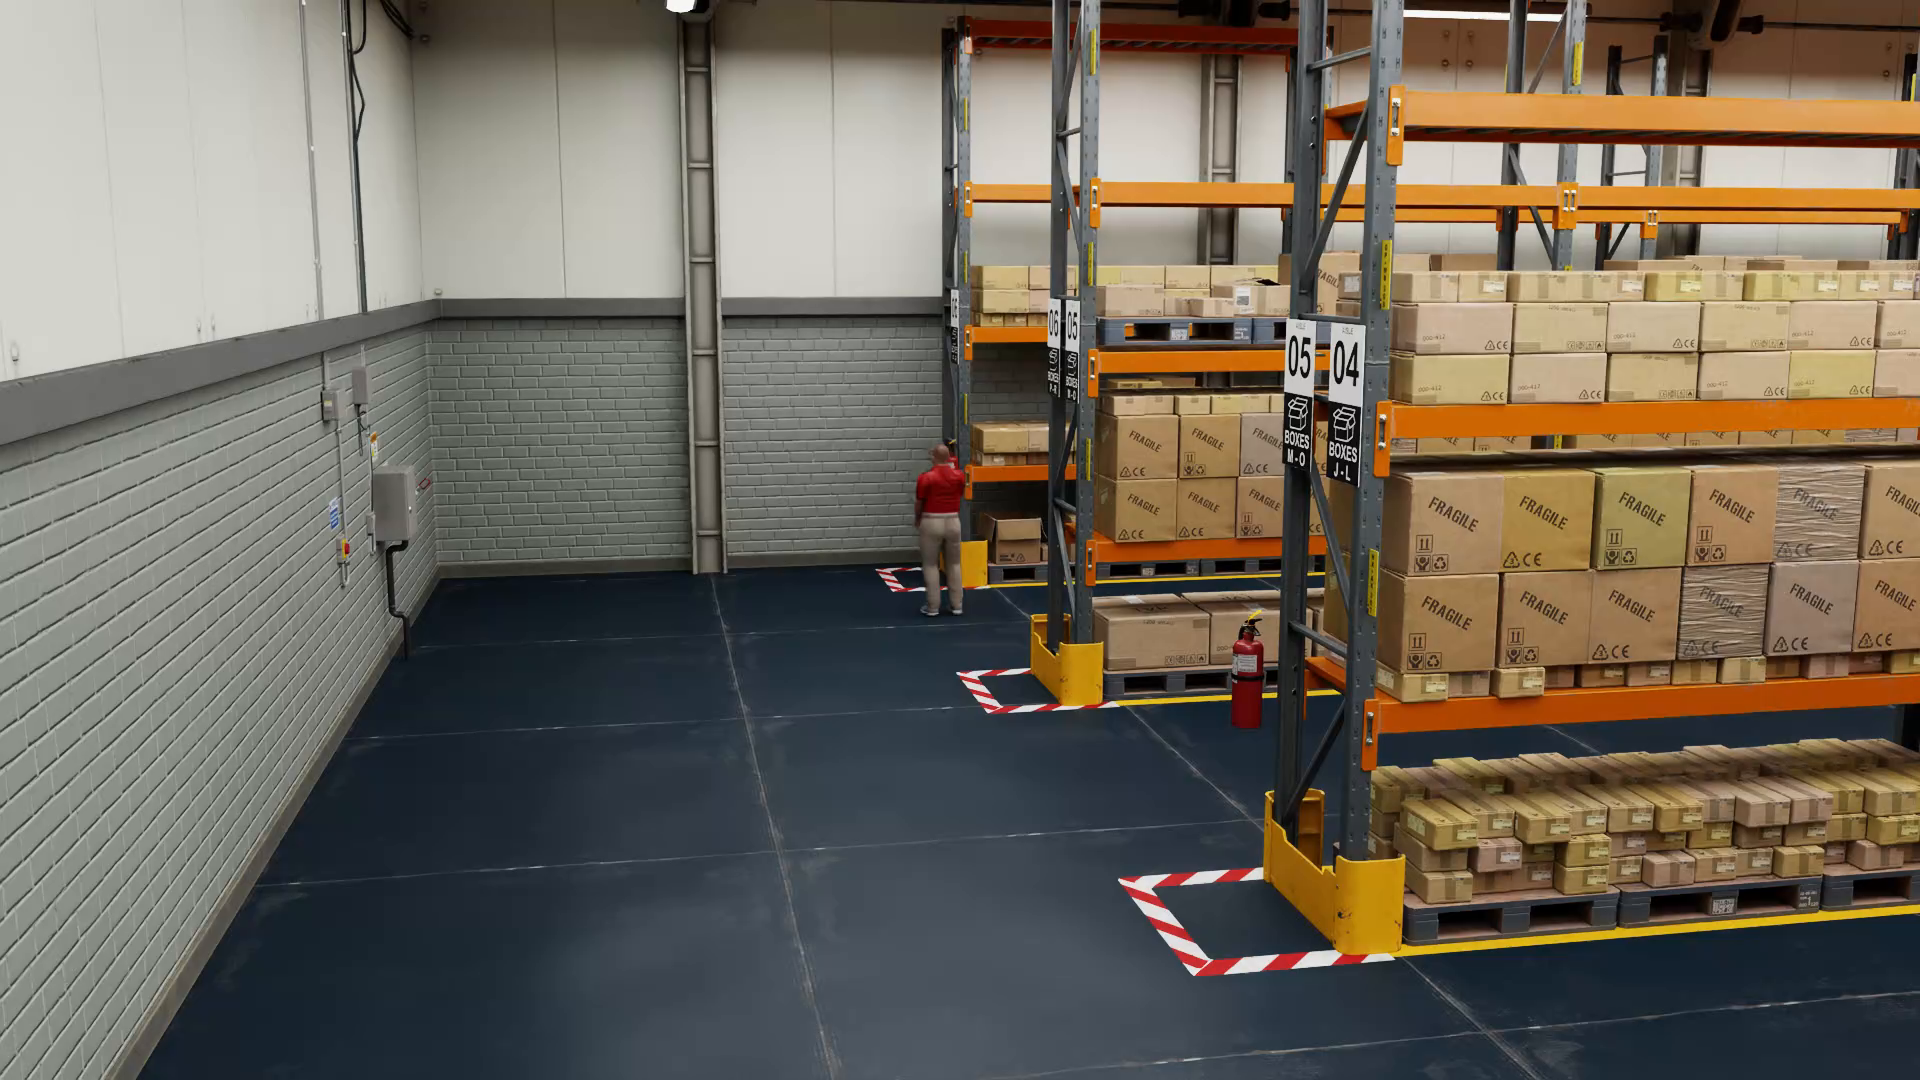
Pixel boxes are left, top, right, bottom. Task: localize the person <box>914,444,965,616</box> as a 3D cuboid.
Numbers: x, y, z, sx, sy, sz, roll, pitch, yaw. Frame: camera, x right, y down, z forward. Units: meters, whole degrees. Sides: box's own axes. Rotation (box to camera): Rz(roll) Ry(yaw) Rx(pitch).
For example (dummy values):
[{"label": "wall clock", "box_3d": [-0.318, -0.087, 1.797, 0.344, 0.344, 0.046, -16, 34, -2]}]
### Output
[{"label": "person", "box_3d": [-0.225, -0.118, 16.631, 0.547, 1.728, 0.515, -4, 10, -22]}]
